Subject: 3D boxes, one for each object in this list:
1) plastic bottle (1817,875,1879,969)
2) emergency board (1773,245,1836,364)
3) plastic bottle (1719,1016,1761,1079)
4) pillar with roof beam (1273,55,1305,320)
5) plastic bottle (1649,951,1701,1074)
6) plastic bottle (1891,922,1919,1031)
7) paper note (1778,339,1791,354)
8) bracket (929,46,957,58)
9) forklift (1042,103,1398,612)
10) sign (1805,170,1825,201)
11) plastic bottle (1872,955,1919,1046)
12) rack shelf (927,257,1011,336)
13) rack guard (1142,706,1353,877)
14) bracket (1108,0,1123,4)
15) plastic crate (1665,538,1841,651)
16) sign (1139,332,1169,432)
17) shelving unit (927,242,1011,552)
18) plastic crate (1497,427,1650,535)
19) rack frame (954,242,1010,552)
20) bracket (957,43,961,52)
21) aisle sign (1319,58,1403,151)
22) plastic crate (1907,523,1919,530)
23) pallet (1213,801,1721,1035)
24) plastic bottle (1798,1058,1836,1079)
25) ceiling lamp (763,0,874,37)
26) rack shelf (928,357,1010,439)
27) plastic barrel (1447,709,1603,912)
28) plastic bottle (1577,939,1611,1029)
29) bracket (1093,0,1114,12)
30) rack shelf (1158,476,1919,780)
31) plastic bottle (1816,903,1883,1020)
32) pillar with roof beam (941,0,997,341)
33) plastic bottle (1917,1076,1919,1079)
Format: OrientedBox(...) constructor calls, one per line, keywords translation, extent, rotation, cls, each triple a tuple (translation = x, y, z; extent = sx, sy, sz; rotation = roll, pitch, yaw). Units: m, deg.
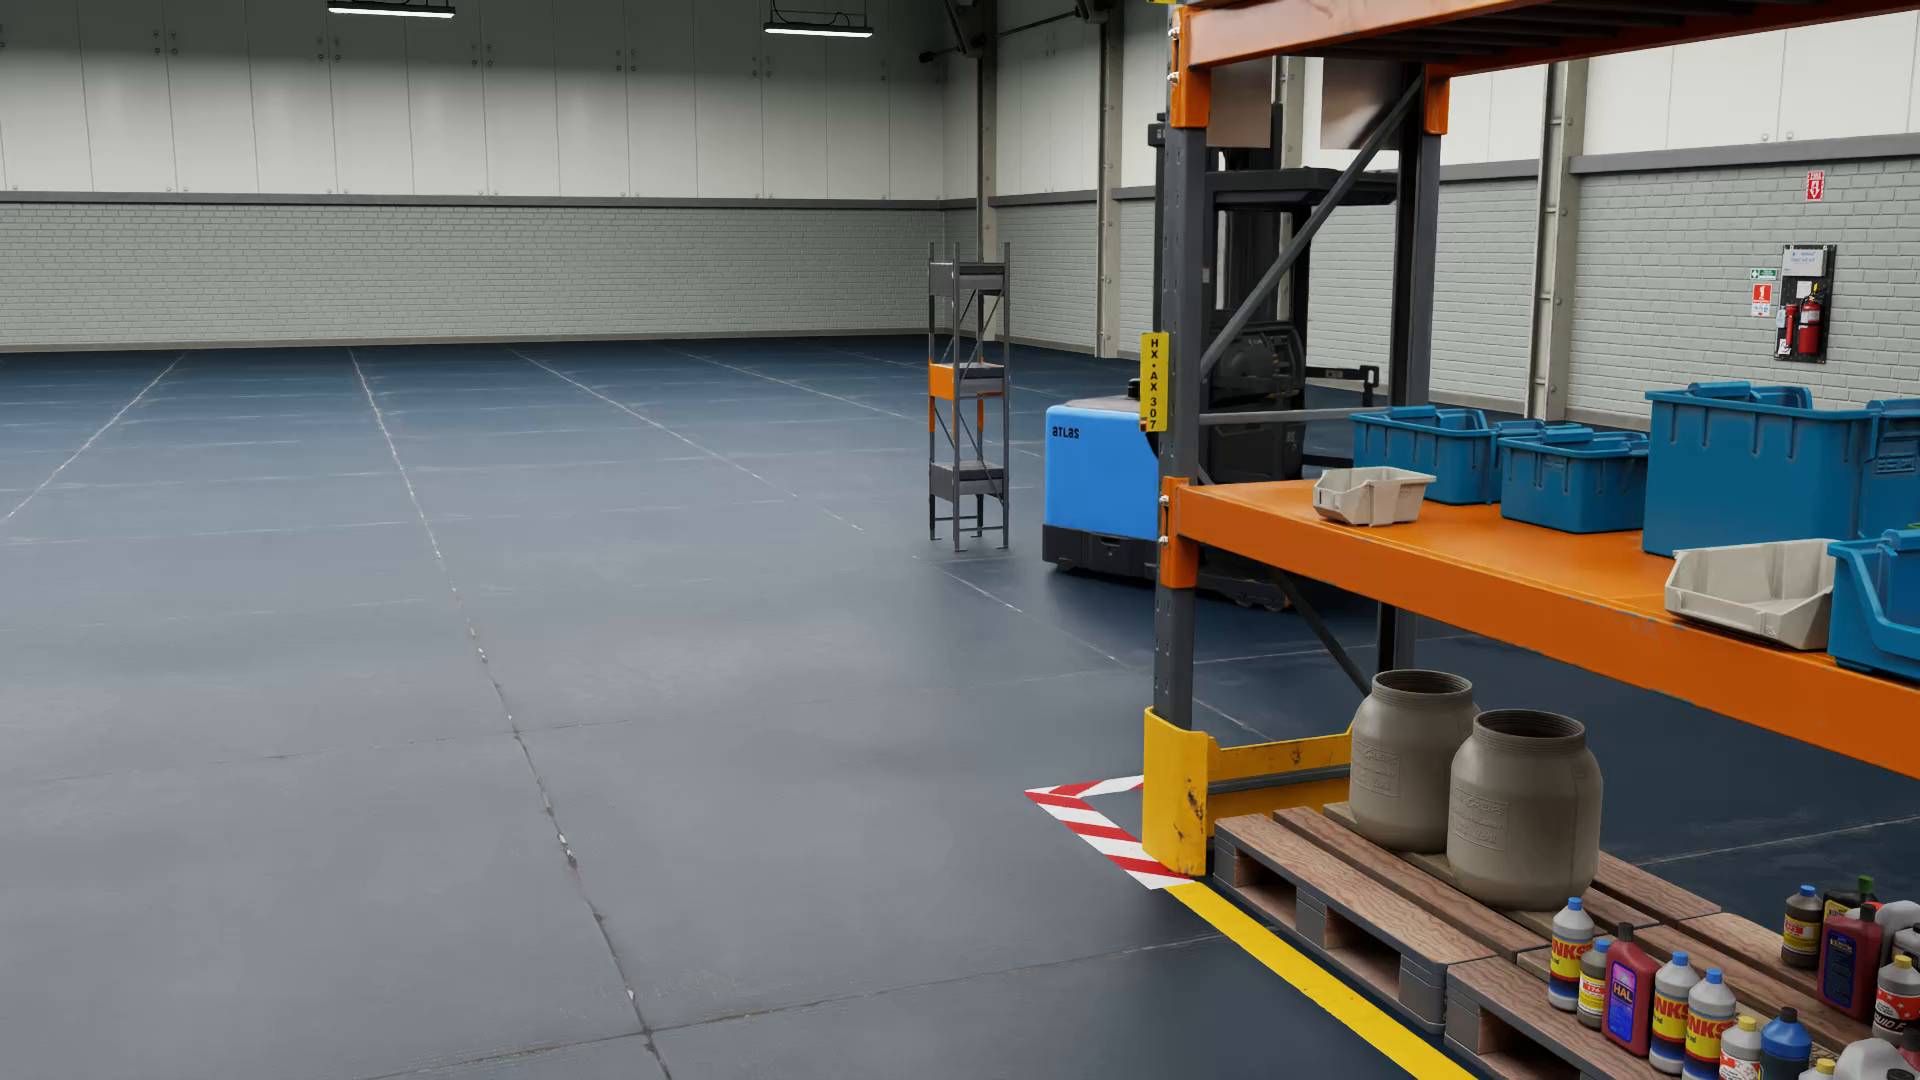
OrientedBox(translation=(2.289, 0.991, 4.282), extent=(0.061, 0.283, 0.133), rotation=(-4, 11, -20), cls="plastic bottle")
OrientedBox(translation=(8.415, -2.374, 16.700), extent=(0.194, 1.169, 0.643), rotation=(-4, 11, -21), cls="emergency board")
OrientedBox(translation=(1.719, 1.146, 3.647), extent=(0.097, 0.201, 0.097), rotation=(0, 10, 0), cls="plastic bottle")
OrientedBox(translation=(0.914, -6.607, 23.369), extent=(9.100, 9.000, 0.400), rotation=(-4, 11, -21), cls="pillar with roof beam")
OrientedBox(translation=(1.647, 1.079, 3.823), extent=(0.097, 0.271, 0.097), rotation=(0, 10, 0), cls="plastic bottle")
OrientedBox(translation=(2.346, 1.043, 4.015), extent=(0.152, 0.276, 0.135), rotation=(-4, 11, -22), cls="plastic bottle")
OrientedBox(translation=(8.415, -1.973, 16.964), extent=(0.016, 0.148, 0.142), rotation=(-4, 11, -21), cls="paper note")
OrientedBox(translation=(-0.548, -10.947, 37.488), extent=(0.076, 0.066, 3.189), rotation=(-4, 11, -21), cls="bracket")
OrientedBox(translation=(1.959, -1.131, 9.910), extent=(3.031, 2.935, 1.130), rotation=(9, 14, 42), cls="forklift")
OrientedBox(translation=(8.505, -3.523, 16.540), extent=(0.001, 0.298, 0.199), rotation=(-4, 11, -21), cls="sign")
OrientedBox(translation=(2.236, 1.090, 3.960), extent=(0.097, 0.201, 0.097), rotation=(0, 10, 0), cls="plastic bottle")
OrientedBox(translation=(0.060, -1.683, 11.464), extent=(0.431, 0.518, 0.480), rotation=(-4, 11, -21), cls="rack shelf")
OrientedBox(translation=(1.227, 0.821, 5.878), extent=(1.175, 0.500, 0.348), rotation=(-4, 11, -21), cls="rack guard")
OrientedBox(translation=(3.506, -9.121, 27.224), extent=(0.076, 0.066, 4.783), rotation=(-4, 11, -21), cls="bracket")
OrientedBox(translation=(1.781, 0.114, 3.465), extent=(0.530, 0.136, 0.437), rotation=(-4, 11, -21), cls="plastic crate")
OrientedBox(translation=(0.641, -0.521, 5.496), extent=(0.100, 0.325, 0.005), rotation=(-4, 11, -21), cls="sign")
OrientedBox(translation=(0.060, -1.007, 11.584), extent=(0.431, 2.100, 0.503), rotation=(-4, 11, -21), cls="shelving unit")
OrientedBox(translation=(1.846, -0.177, 4.775), extent=(0.499, 0.251, 0.408), rotation=(-4, 11, -21), cls="plastic crate")
OrientedBox(translation=(0.148, -0.967, 11.360), extent=(0.400, 2.100, 0.015), rotation=(-4, 11, -21), cls="rack frame")
OrientedBox(translation=(0.097, -10.656, 35.856), extent=(0.235, 0.232, 0.430), rotation=(-4, 11, -21), cls="bracket")
OrientedBox(translation=(1.407, -1.730, 5.657), extent=(0.394, 0.787, 0.004), rotation=(-4, 11, -21), cls="aisle sign")
OrientedBox(translation=(2.376, 0.098, 3.407), extent=(0.450, 0.188, 0.662), rotation=(-4, 11, -21), cls="plastic crate")
OrientedBox(translation=(1.517, 1.096, 5.156), extent=(1.003, 0.211, 1.213), rotation=(-4, 11, -21), cls="pallet")
OrientedBox(translation=(1.793, 1.180, 3.458), extent=(0.097, 0.201, 0.097), rotation=(0, 10, 0), cls="plastic bottle")
OrientedBox(translation=(-2.645, -10.767, 30.090), extent=(2.000, 3.185, 0.800), rotation=(-4, 11, -21), cls="ceiling lamp")
OrientedBox(translation=(0.060, -0.993, 11.587), extent=(0.431, 0.518, 0.480), rotation=(-4, 11, -21), cls="rack shelf")
OrientedBox(translation=(1.647, 0.783, 4.857), extent=(0.421, 0.512, 0.421), rotation=(0, 10, 0), cls="plastic barrel")
OrientedBox(translation=(1.560, 1.074, 4.049), extent=(0.097, 0.201, 0.097), rotation=(0, 10, 0), cls="plastic bottle")
OrientedBox(translation=(2.572, -9.542, 29.588), extent=(0.235, 0.232, 0.430), rotation=(-4, 11, -21), cls="bracket")
OrientedBox(translation=(1.881, 0.261, 3.940), extent=(1.077, 0.370, 4.000), rotation=(-4, 11, -21), cls="rack shelf")
OrientedBox(translation=(2.197, 1.023, 4.103), extent=(0.061, 0.283, 0.133), rotation=(-4, 11, -21), cls="plastic bottle")
OrientedBox(translation=(-3.434, -8.566, 34.381), extent=(9.100, 9.000, 0.548), rotation=(-4, 11, -21), cls="pillar with roof beam")
OrientedBox(translation=(1.917, 1.150, 3.196), extent=(0.144, 0.351, 0.185), rotation=(-4, 11, -21), cls="plastic bottle")
